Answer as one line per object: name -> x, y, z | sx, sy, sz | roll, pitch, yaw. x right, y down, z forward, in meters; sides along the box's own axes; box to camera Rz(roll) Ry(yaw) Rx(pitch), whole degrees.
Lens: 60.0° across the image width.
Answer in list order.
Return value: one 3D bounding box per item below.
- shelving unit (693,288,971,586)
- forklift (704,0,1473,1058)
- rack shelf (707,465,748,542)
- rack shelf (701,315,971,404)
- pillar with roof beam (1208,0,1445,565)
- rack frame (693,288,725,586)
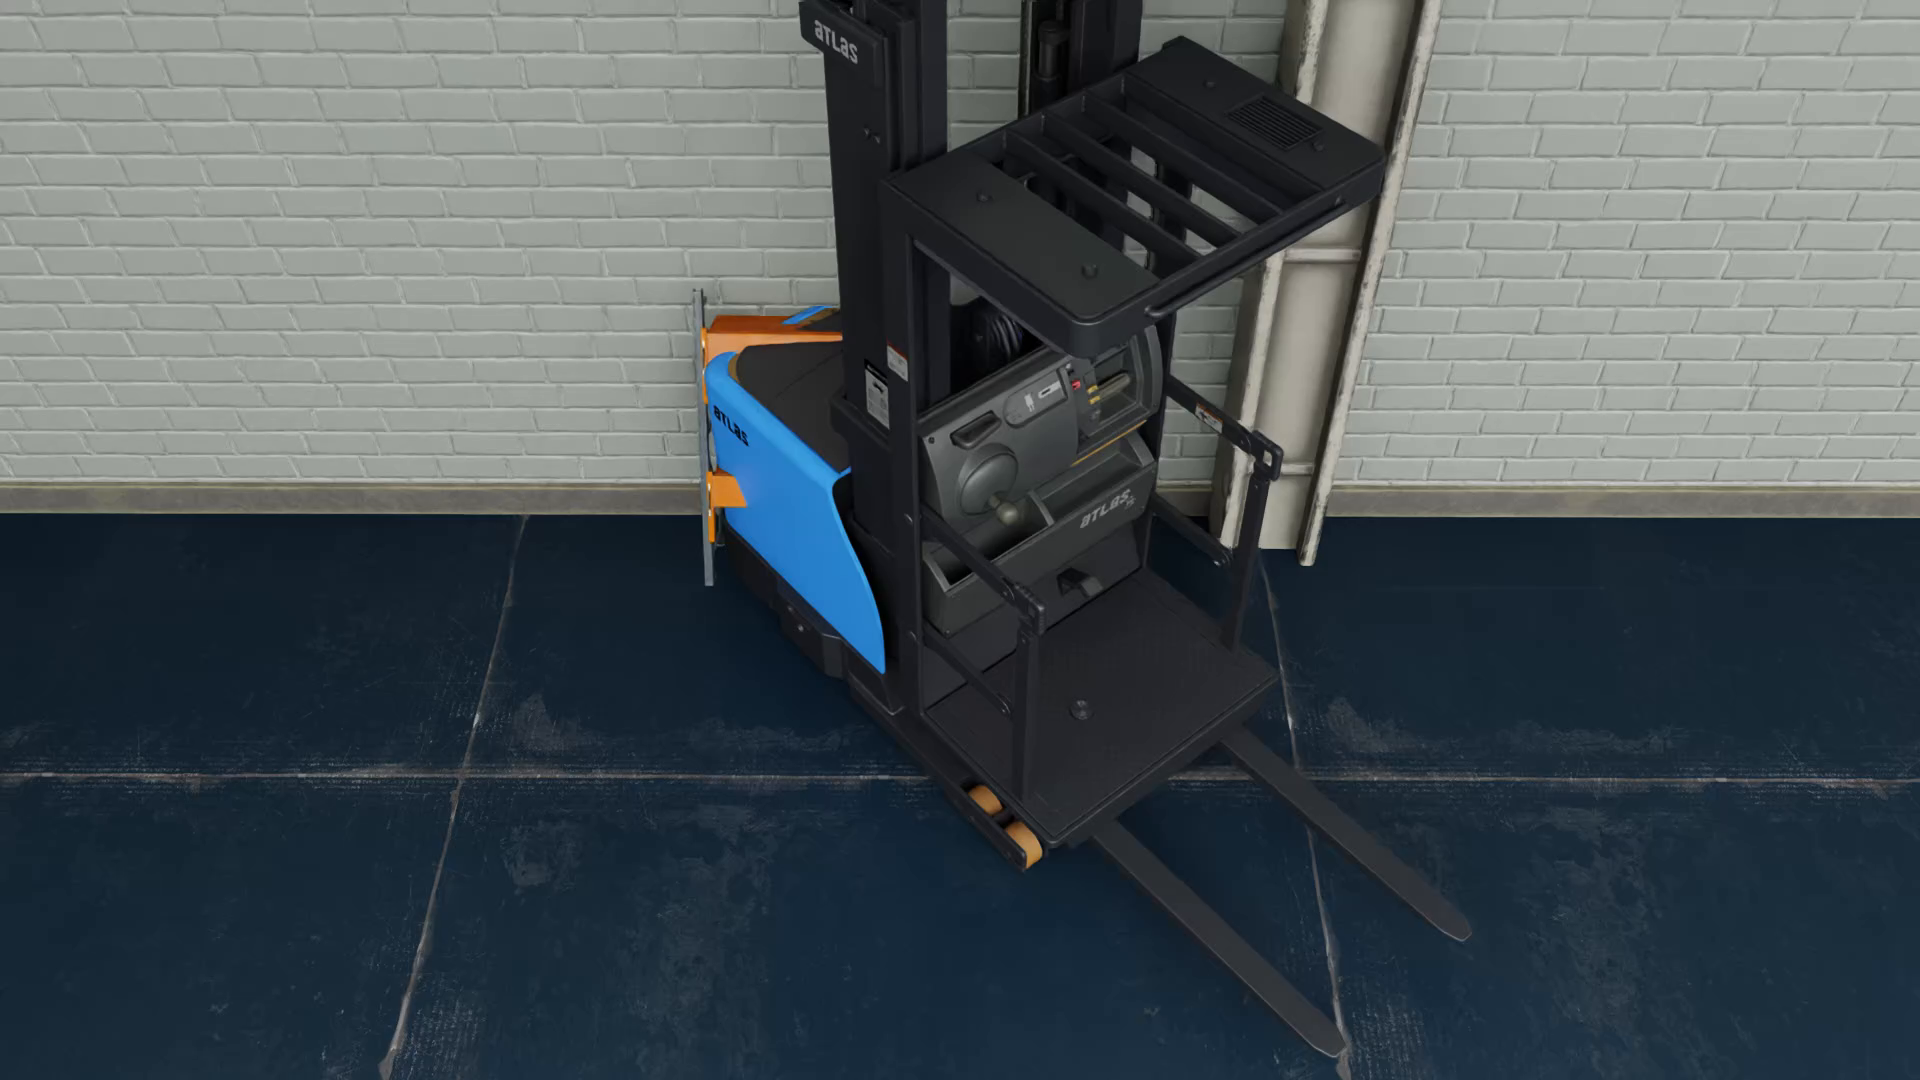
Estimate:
shelving unit -> -0.427, -0.436, 6.273 | 1.048, 1.125, 0.538 | 1, 22, -1
forklift -> 0.407, -0.295, 5.023 | 1.130, 2.935, 3.031 | -31, 54, -26
rack shelf -> -0.431, -0.210, 6.364 | 1.000, 0.278, 0.538 | 1, 22, -1
rack shelf -> -0.421, -0.708, 6.163 | 1.000, 0.278, 0.538 | 1, 22, -1
pillar with roof beam -> 1.204, 0.073, 0.534 | 0.400, 9.000, 9.100 | 0, 47, 0
rack frame -> -0.935, -0.443, 6.263 | 0.032, 1.125, 0.500 | 1, 22, -1
